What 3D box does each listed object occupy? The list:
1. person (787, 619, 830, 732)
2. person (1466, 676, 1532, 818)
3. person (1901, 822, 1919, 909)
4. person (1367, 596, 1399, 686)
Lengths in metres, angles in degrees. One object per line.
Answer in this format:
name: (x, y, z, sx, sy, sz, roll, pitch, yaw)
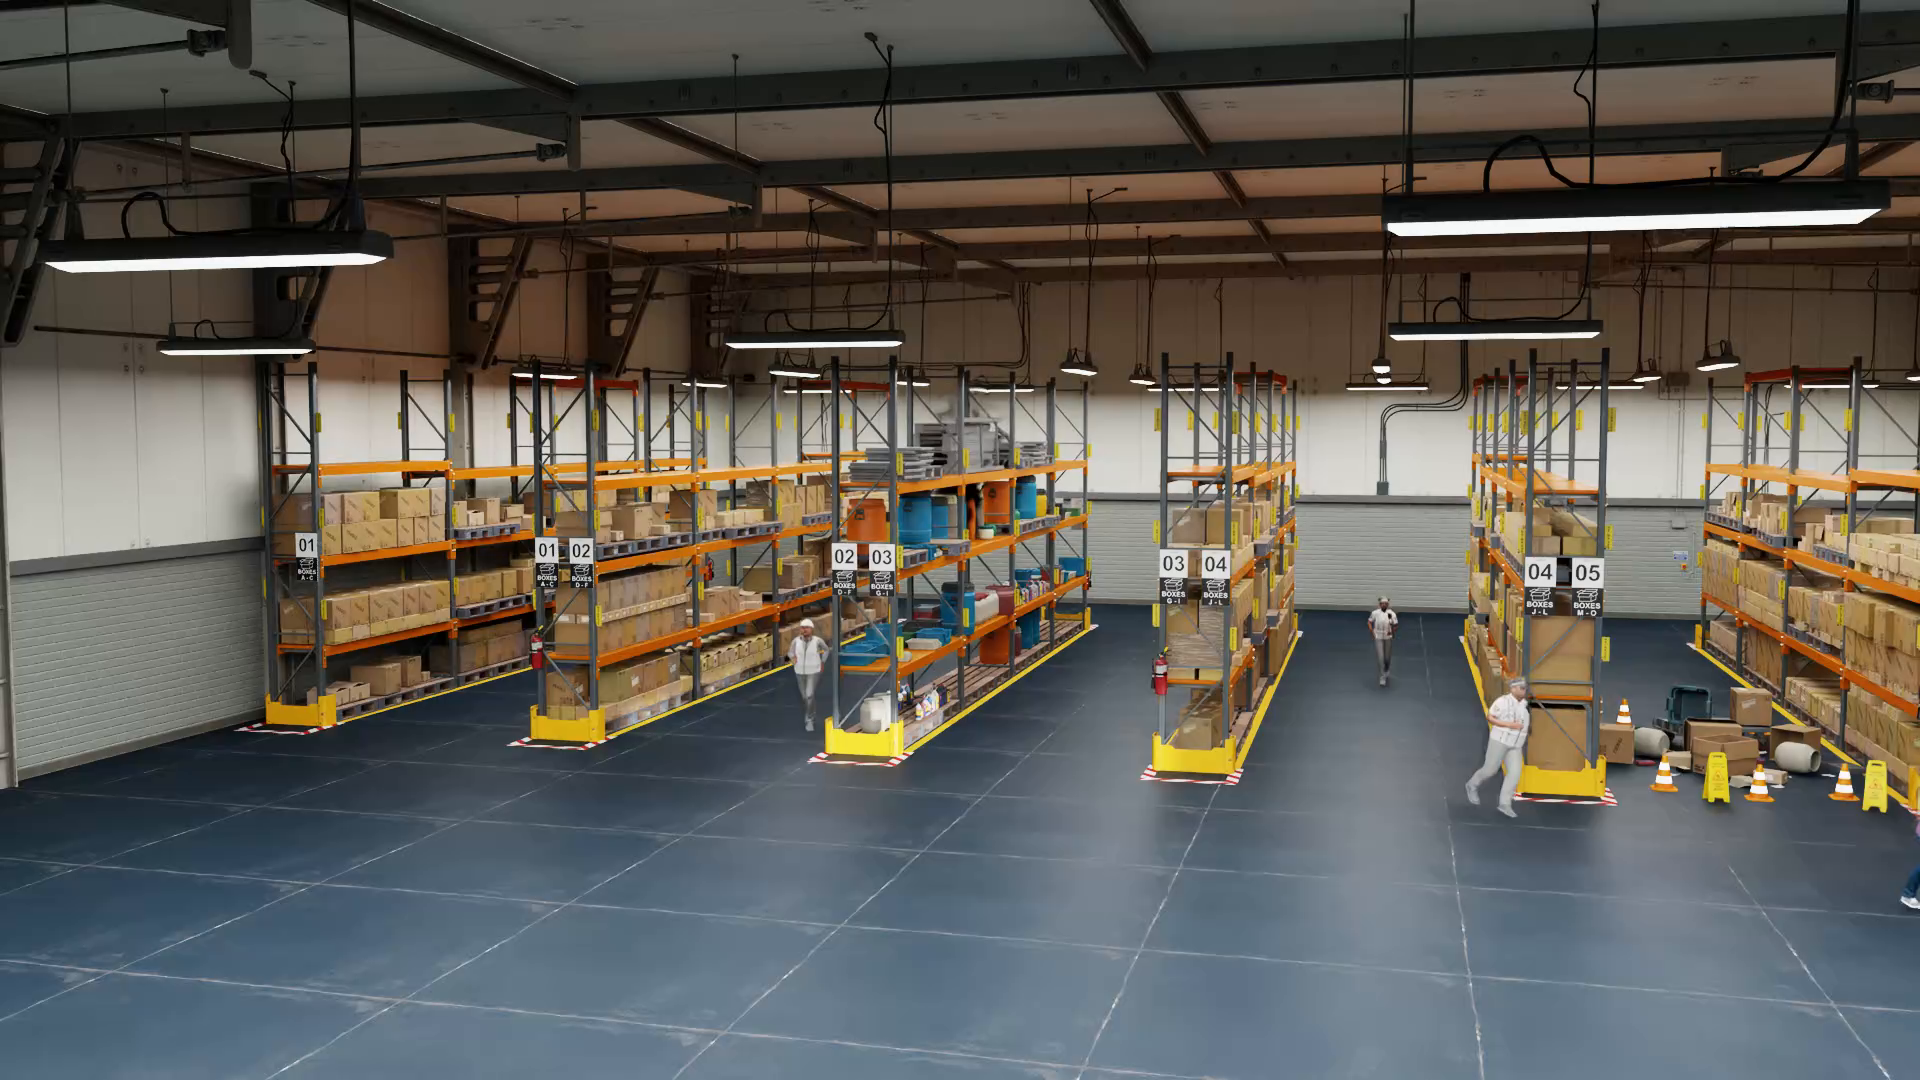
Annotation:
person: (-2.512, 2.207, 27.317, 0.637, 1.834, 0.779, 1, 4, 14)
person: (7.081, 2.624, 21.490, 0.689, 1.761, 0.940, -1, 4, -18)
person: (9.927, 3.031, 16.874, 0.558, 1.625, 0.673, -2, 5, -28)
person: (8.144, 1.913, 32.011, 0.583, 1.704, 0.747, 1, 4, 11)
